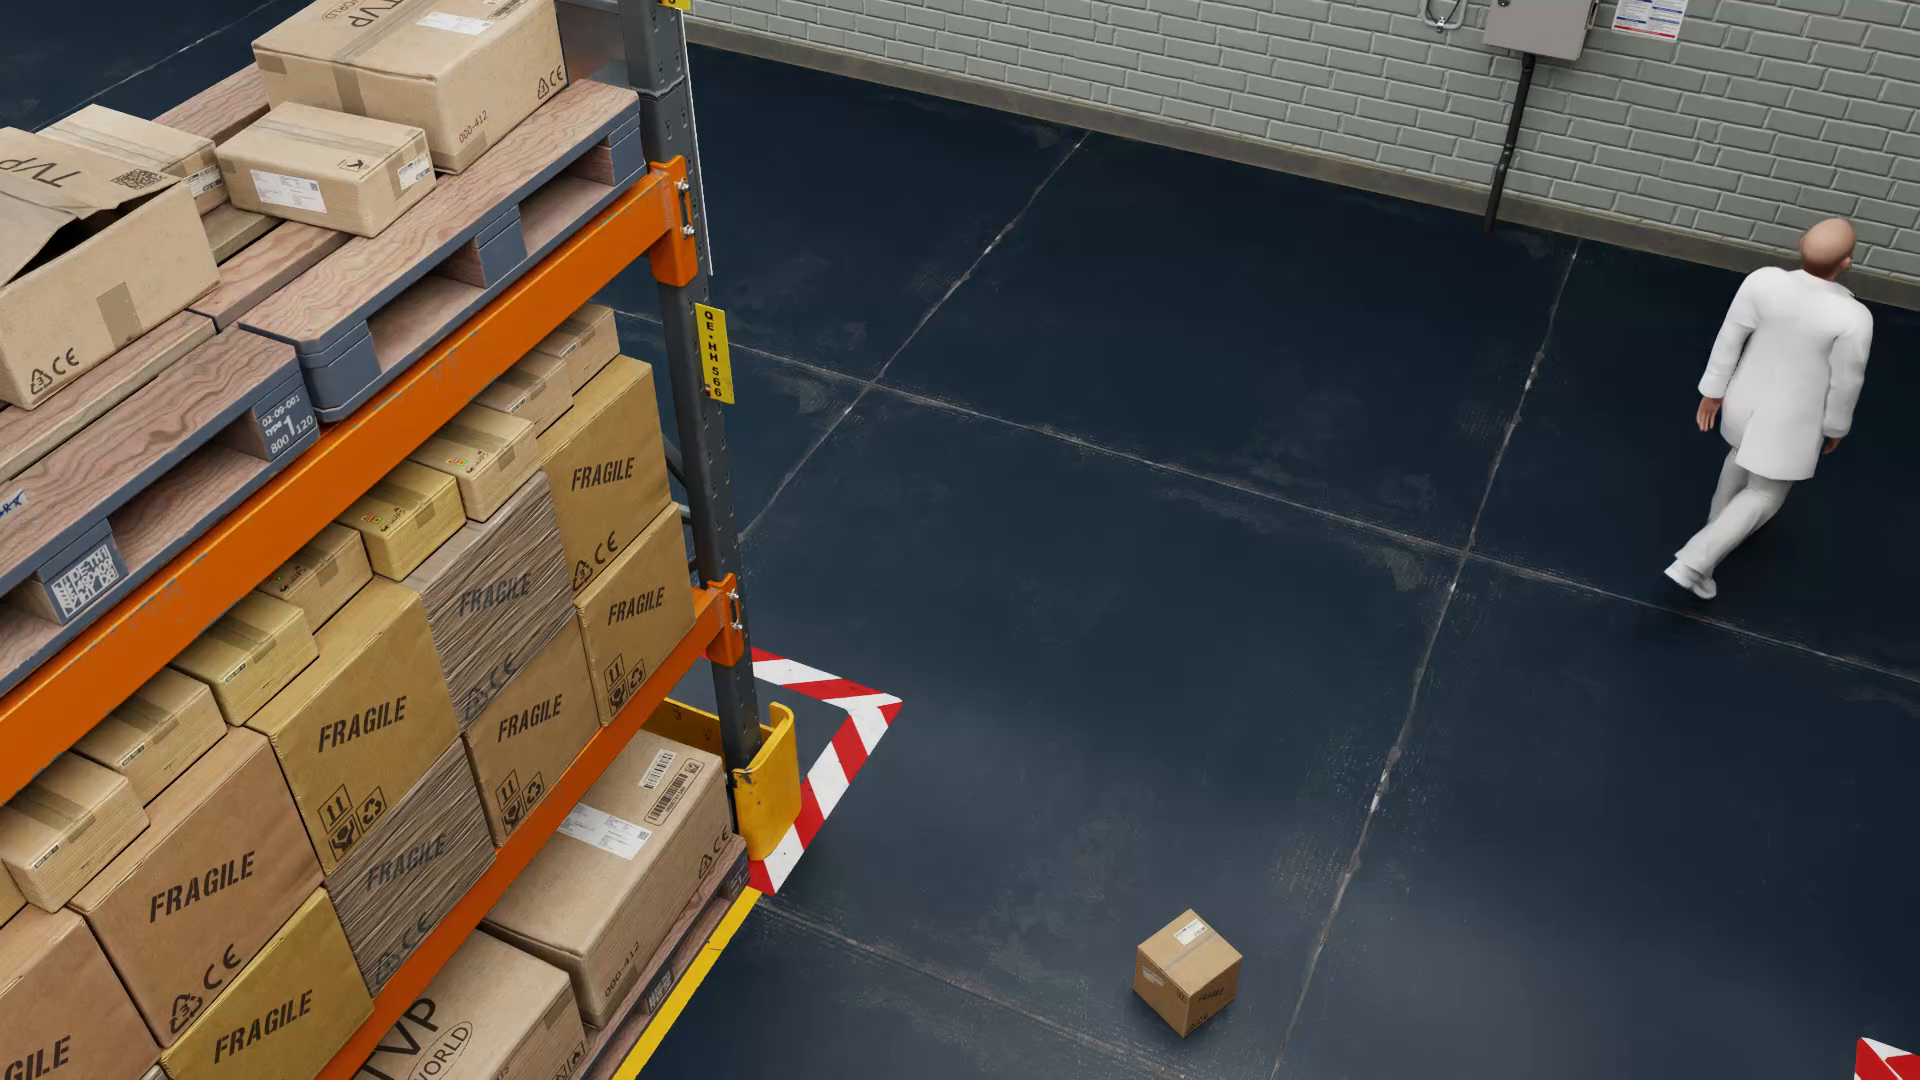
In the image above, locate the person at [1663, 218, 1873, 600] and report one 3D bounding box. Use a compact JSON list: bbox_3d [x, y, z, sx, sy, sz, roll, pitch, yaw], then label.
[{"bbox_3d":[3.297,-0.528,6.762,0.970,1.747,0.574,-25,47,-26],"label":"person"}]
